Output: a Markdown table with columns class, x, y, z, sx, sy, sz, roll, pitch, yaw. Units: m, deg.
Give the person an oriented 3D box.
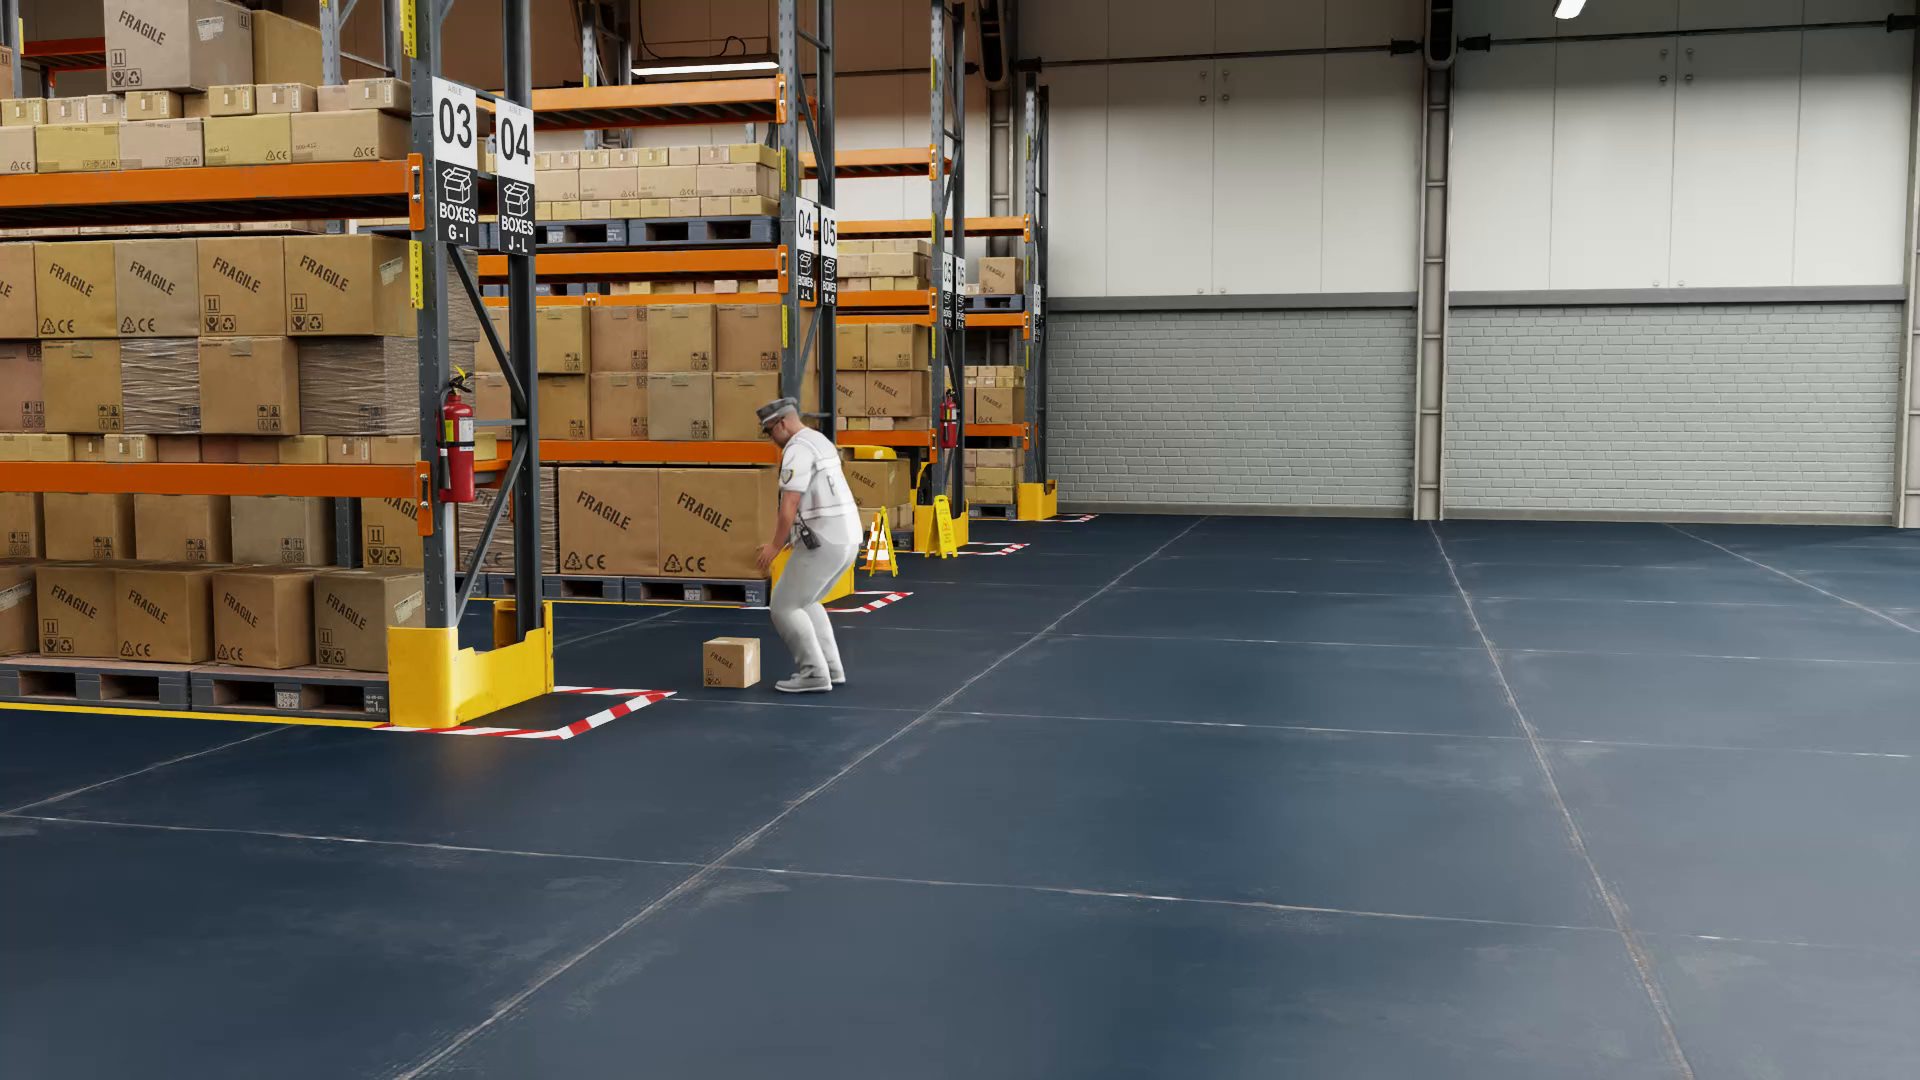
| class | x | y | z | sx | sy | sz | roll | pitch | yaw |
| --- | --- | --- | --- | --- | --- | --- | --- | --- | --- |
| person | -0.862 | 0.027 | 9.354 | 0.585 | 1.650 | 0.571 | 1 | 5 | 15 |
